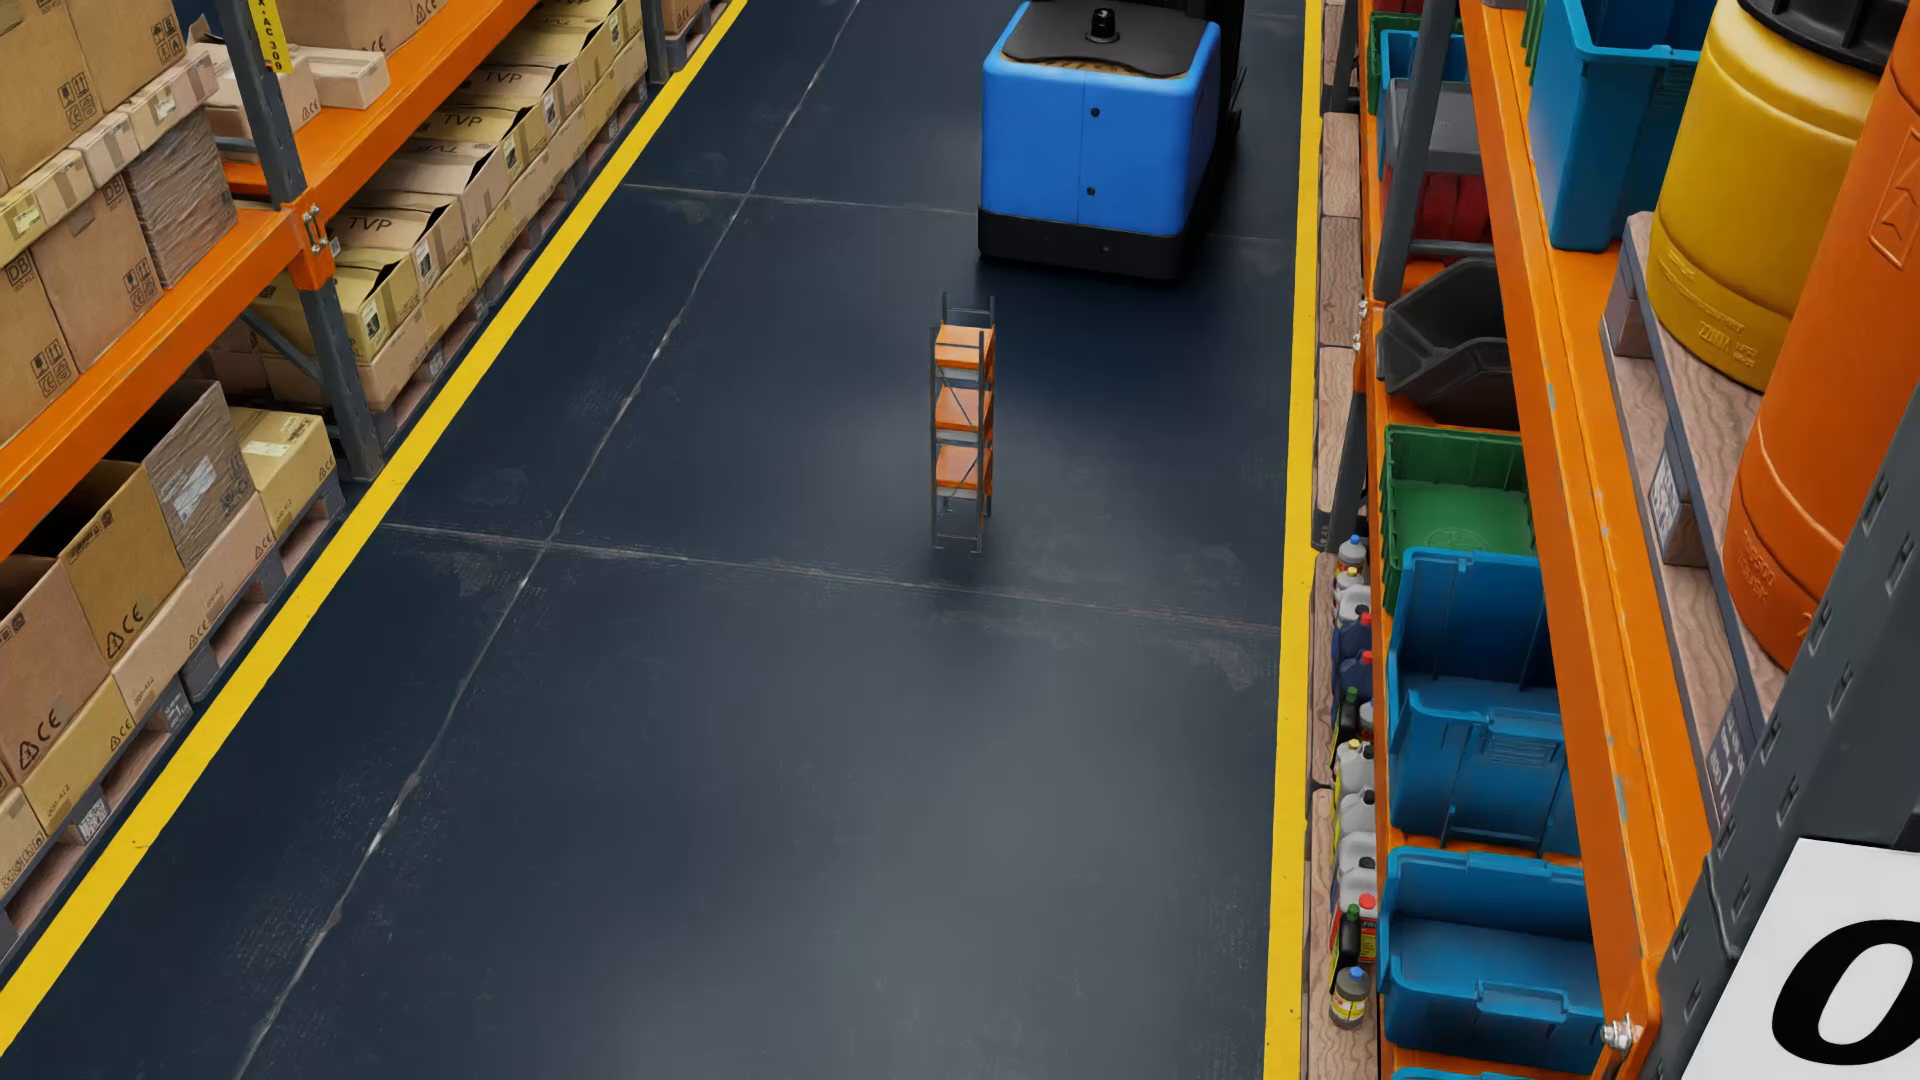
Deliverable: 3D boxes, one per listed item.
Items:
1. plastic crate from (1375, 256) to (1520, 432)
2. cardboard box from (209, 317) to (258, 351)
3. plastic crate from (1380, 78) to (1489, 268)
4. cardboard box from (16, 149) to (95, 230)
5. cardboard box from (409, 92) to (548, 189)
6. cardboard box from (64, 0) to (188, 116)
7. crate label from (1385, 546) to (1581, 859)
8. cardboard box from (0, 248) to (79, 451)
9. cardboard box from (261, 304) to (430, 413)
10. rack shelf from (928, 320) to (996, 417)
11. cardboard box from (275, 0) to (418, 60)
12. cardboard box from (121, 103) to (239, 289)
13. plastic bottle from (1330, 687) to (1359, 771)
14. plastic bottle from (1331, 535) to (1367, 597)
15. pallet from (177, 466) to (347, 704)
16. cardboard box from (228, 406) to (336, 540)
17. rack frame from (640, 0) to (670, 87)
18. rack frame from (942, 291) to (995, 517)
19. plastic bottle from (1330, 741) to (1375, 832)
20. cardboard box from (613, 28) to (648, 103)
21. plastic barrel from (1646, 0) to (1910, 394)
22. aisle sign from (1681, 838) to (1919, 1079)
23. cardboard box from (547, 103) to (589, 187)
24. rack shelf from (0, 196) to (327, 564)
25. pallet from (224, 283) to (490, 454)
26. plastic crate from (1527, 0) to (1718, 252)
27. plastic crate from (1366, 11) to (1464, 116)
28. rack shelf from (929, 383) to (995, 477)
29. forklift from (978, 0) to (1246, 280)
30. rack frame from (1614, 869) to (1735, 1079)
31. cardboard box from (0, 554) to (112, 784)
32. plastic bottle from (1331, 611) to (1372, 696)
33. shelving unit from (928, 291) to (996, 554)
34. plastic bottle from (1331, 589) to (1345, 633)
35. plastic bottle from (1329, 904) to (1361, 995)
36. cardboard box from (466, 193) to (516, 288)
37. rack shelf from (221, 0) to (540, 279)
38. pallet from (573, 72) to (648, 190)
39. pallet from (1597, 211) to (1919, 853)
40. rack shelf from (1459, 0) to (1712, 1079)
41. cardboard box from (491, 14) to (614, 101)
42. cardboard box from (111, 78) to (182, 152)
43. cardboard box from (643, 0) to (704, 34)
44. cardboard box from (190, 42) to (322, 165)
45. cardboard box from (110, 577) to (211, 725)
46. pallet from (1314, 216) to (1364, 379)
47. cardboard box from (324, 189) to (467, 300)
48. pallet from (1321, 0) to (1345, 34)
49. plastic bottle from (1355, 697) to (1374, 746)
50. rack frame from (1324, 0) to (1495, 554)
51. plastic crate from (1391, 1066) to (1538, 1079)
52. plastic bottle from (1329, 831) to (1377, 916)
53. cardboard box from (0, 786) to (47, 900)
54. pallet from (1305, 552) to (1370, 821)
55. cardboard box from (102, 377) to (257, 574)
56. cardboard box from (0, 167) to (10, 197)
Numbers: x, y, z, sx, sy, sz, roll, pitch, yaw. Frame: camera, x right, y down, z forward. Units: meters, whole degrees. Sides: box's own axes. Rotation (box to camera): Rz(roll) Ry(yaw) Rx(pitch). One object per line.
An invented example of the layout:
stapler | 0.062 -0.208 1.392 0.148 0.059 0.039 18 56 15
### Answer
plastic crate | 1.696 -0.600 5.171 0.767 0.338 0.504 6 40 8
cardboard box | -3.179 -1.091 7.104 0.500 0.311 0.500 6 40 8
plastic crate | 1.694 -1.301 5.919 0.402 0.464 0.583 6 40 8
cardboard box | -2.935 -1.097 5.135 0.380 0.149 0.250 6 40 8
cardboard box | -2.385 -2.002 8.206 0.500 0.311 0.500 7 40 9
cardboard box | -3.037 -1.746 5.412 0.700 0.500 0.500 7 40 8
crate label | 1.271 0.373 3.917 0.502 0.435 0.616 6 40 8
cardboard box | -3.213 -0.600 5.044 0.700 0.500 0.500 7 40 8
cardboard box | -2.653 -0.815 7.210 0.500 0.250 0.500 5 40 7
rack shelf | 0.009 -0.649 6.282 0.215 0.259 0.240 6 40 8
cardboard box | -2.726 -2.336 7.143 0.500 0.500 0.500 9 40 11
cardboard box | -3.037 -1.246 5.825 0.700 0.500 0.500 5 40 7
plastic bottle | 1.261 0.617 5.436 0.061 0.283 0.133 8 40 10
plastic bottle | 1.425 0.095 6.077 0.097 0.271 0.097 0 40 0
pallet | -3.145 0.082 6.485 1.003 0.211 1.213 6 40 8
cardboard box | -2.831 -0.274 6.556 0.500 0.250 0.500 6 40 8
rack frame | -2.274 -3.997 9.231 1.000 3.000 0.127 6 40 8
rack frame | 0.030 -0.515 6.549 0.200 1.050 0.008 6 40 8
plastic bottle | 1.257 0.759 5.212 0.144 0.351 0.185 6 40 7
cardboard box | -2.125 -2.743 9.541 0.500 0.250 0.500 7 40 9
plastic barrel | 1.291 -0.548 2.228 0.600 0.588 0.600 0 40 0
aisle sign | 0.914 0.582 1.652 0.394 0.787 0.004 6 40 8
cardboard box | -2.301 -2.103 8.768 0.500 0.250 0.500 7 40 9
rack shelf | -3.313 0.045 4.906 1.077 0.370 4.000 6 40 8
pallet | -2.877 -0.879 7.648 1.003 0.211 1.213 6 40 8
plastic crate | 1.253 -0.808 3.032 0.392 0.384 0.575 6 40 8
plastic crate | 1.935 -1.981 6.958 0.450 0.188 0.662 6 40 8
rack shelf | 0.009 -0.430 6.463 0.215 0.259 0.240 6 40 8
forklift | 0.980 -3.357 8.510 1.130 2.935 3.031 10 41 12
rack frame | 1.219 1.572 2.495 1.000 3.000 0.127 6 40 8
cardboard box | -3.085 0.379 5.177 0.500 0.500 0.500 6 40 8
plastic bottle | 1.363 0.374 5.678 0.144 0.351 0.185 7 40 9
shelving unit | 0.009 -0.438 6.456 0.215 1.050 0.252 6 40 8
plastic bottle | 1.389 0.250 5.945 0.097 0.201 0.097 0 40 0
plastic bottle | 1.108 1.173 4.764 0.061 0.283 0.133 7 40 9
cardboard box | -2.476 -1.461 7.991 0.500 0.250 0.500 5 40 6
rack shelf | -2.620 -2.465 7.942 1.077 0.370 4.000 6 40 8
pallet | -2.455 -2.410 9.500 1.003 0.211 1.213 6 40 8
pallet | 1.459 -0.020 2.214 1.003 0.211 1.213 6 40 8
rack shelf | 1.565 -0.562 3.286 1.077 0.370 4.000 6 40 8
cardboard box | -2.206 -2.633 8.969 0.500 0.311 0.500 6 40 7
cardboard box | -2.847 -1.426 5.534 0.380 0.149 0.250 6 40 7
cardboard box | -1.914 -3.458 10.195 0.500 0.500 0.500 8 40 10
cardboard box | -2.924 -1.743 6.622 0.500 0.250 0.500 9 40 10
cardboard box | -3.000 0.354 5.796 0.500 0.250 0.500 6 40 8
pallet | 2.218 -1.129 7.950 1.003 0.211 1.213 6 40 8
cardboard box | -2.558 -1.351 7.418 0.500 0.311 0.500 6 40 7
pallet | 2.913 -3.637 10.983 1.003 0.211 1.213 6 40 8
plastic bottle | 1.342 0.619 5.443 0.097 0.271 0.097 0 40 0
rack frame | 1.912 -0.939 5.531 1.000 3.000 0.127 6 40 8
plastic crate | 1.011 1.282 2.962 0.499 0.251 0.616 6 40 8
plastic bottle | 1.200 1.009 4.968 0.152 0.276 0.135 5 40 6
cardboard box | -3.177 0.981 5.038 0.500 0.250 0.500 6 40 8
pallet | 1.754 0.553 5.915 1.003 0.211 1.213 6 40 8
cardboard box | -2.929 -0.251 5.939 0.500 0.500 0.500 6 40 8
cardboard box | -3.211 -1.115 4.648 0.700 0.500 0.500 6 40 8
